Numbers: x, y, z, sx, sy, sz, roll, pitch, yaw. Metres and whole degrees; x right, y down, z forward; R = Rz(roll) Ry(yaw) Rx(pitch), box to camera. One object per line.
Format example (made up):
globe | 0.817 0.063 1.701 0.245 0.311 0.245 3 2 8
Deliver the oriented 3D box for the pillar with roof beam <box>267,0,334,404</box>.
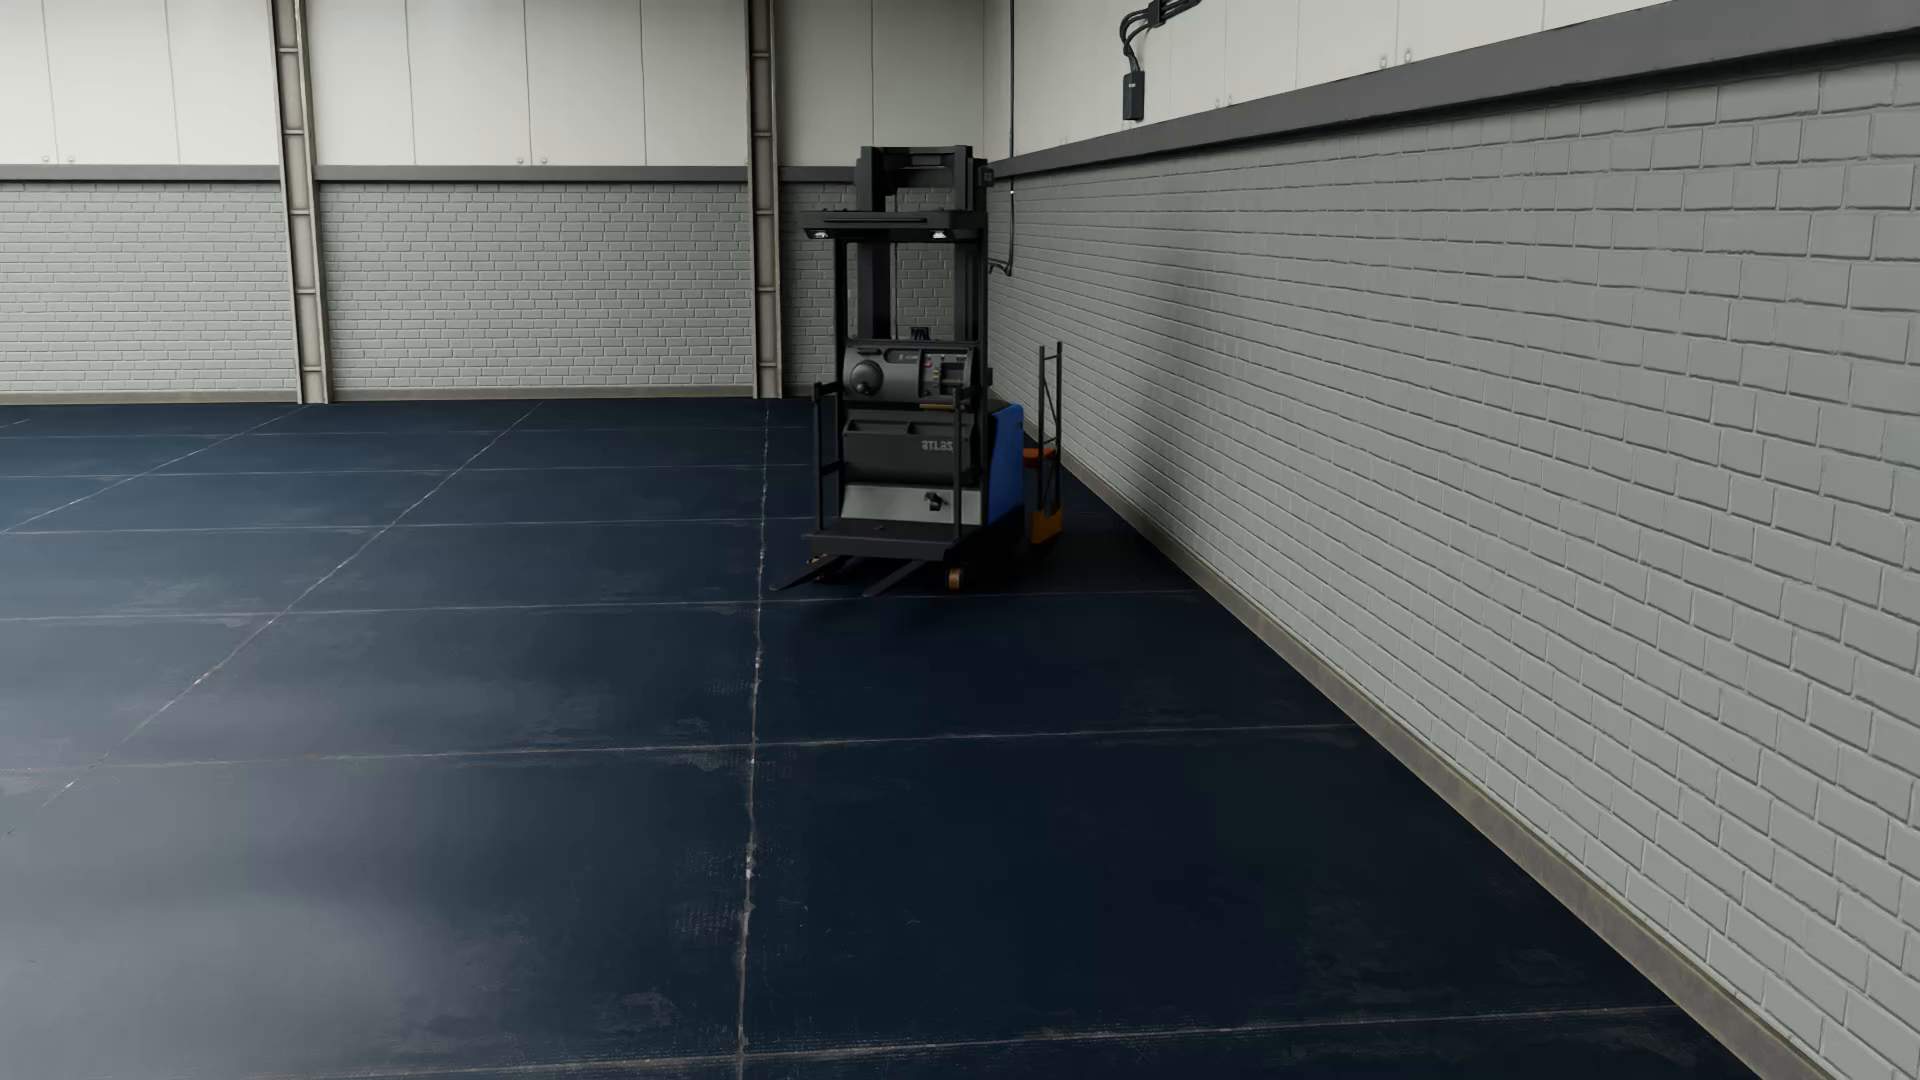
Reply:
pillar with roof beam | -8.139 -5.429 17.156 0.400 9.000 9.100 -1 11 -6

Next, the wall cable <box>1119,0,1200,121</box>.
wall cable | 1.442 -6.035 11.423 0.169 6.003 2.305 -1 11 -6

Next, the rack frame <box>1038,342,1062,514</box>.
rack frame | 0.696 -0.766 12.875 0.032 1.500 0.500 4 12 20

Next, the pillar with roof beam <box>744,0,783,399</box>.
pillar with roof beam | -2.174 -5.554 17.792 0.400 9.000 9.100 -1 11 -6

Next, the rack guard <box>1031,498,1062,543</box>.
rack guard | 0.678 -0.154 13.002 0.087 0.250 0.587 4 12 20

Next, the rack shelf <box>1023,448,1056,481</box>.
rack shelf | 0.220 -0.623 13.083 1.000 0.185 0.538 4 12 20

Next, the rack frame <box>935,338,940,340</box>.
rack frame | -0.257 -0.834 13.222 0.032 1.500 0.500 4 12 20

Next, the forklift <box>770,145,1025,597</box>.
forklift | -0.415 -1.181 11.276 1.130 2.935 3.031 3 12 16

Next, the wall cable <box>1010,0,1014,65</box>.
wall cable | 0.724 -6.623 18.187 0.112 2.526 3.097 -1 11 -6

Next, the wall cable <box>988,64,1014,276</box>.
wall cable | 0.432 -4.664 21.313 0.112 2.526 3.097 -1 11 -6

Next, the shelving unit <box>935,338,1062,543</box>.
shelving unit | 0.211 -0.800 13.051 1.083 1.500 0.587 4 12 20
